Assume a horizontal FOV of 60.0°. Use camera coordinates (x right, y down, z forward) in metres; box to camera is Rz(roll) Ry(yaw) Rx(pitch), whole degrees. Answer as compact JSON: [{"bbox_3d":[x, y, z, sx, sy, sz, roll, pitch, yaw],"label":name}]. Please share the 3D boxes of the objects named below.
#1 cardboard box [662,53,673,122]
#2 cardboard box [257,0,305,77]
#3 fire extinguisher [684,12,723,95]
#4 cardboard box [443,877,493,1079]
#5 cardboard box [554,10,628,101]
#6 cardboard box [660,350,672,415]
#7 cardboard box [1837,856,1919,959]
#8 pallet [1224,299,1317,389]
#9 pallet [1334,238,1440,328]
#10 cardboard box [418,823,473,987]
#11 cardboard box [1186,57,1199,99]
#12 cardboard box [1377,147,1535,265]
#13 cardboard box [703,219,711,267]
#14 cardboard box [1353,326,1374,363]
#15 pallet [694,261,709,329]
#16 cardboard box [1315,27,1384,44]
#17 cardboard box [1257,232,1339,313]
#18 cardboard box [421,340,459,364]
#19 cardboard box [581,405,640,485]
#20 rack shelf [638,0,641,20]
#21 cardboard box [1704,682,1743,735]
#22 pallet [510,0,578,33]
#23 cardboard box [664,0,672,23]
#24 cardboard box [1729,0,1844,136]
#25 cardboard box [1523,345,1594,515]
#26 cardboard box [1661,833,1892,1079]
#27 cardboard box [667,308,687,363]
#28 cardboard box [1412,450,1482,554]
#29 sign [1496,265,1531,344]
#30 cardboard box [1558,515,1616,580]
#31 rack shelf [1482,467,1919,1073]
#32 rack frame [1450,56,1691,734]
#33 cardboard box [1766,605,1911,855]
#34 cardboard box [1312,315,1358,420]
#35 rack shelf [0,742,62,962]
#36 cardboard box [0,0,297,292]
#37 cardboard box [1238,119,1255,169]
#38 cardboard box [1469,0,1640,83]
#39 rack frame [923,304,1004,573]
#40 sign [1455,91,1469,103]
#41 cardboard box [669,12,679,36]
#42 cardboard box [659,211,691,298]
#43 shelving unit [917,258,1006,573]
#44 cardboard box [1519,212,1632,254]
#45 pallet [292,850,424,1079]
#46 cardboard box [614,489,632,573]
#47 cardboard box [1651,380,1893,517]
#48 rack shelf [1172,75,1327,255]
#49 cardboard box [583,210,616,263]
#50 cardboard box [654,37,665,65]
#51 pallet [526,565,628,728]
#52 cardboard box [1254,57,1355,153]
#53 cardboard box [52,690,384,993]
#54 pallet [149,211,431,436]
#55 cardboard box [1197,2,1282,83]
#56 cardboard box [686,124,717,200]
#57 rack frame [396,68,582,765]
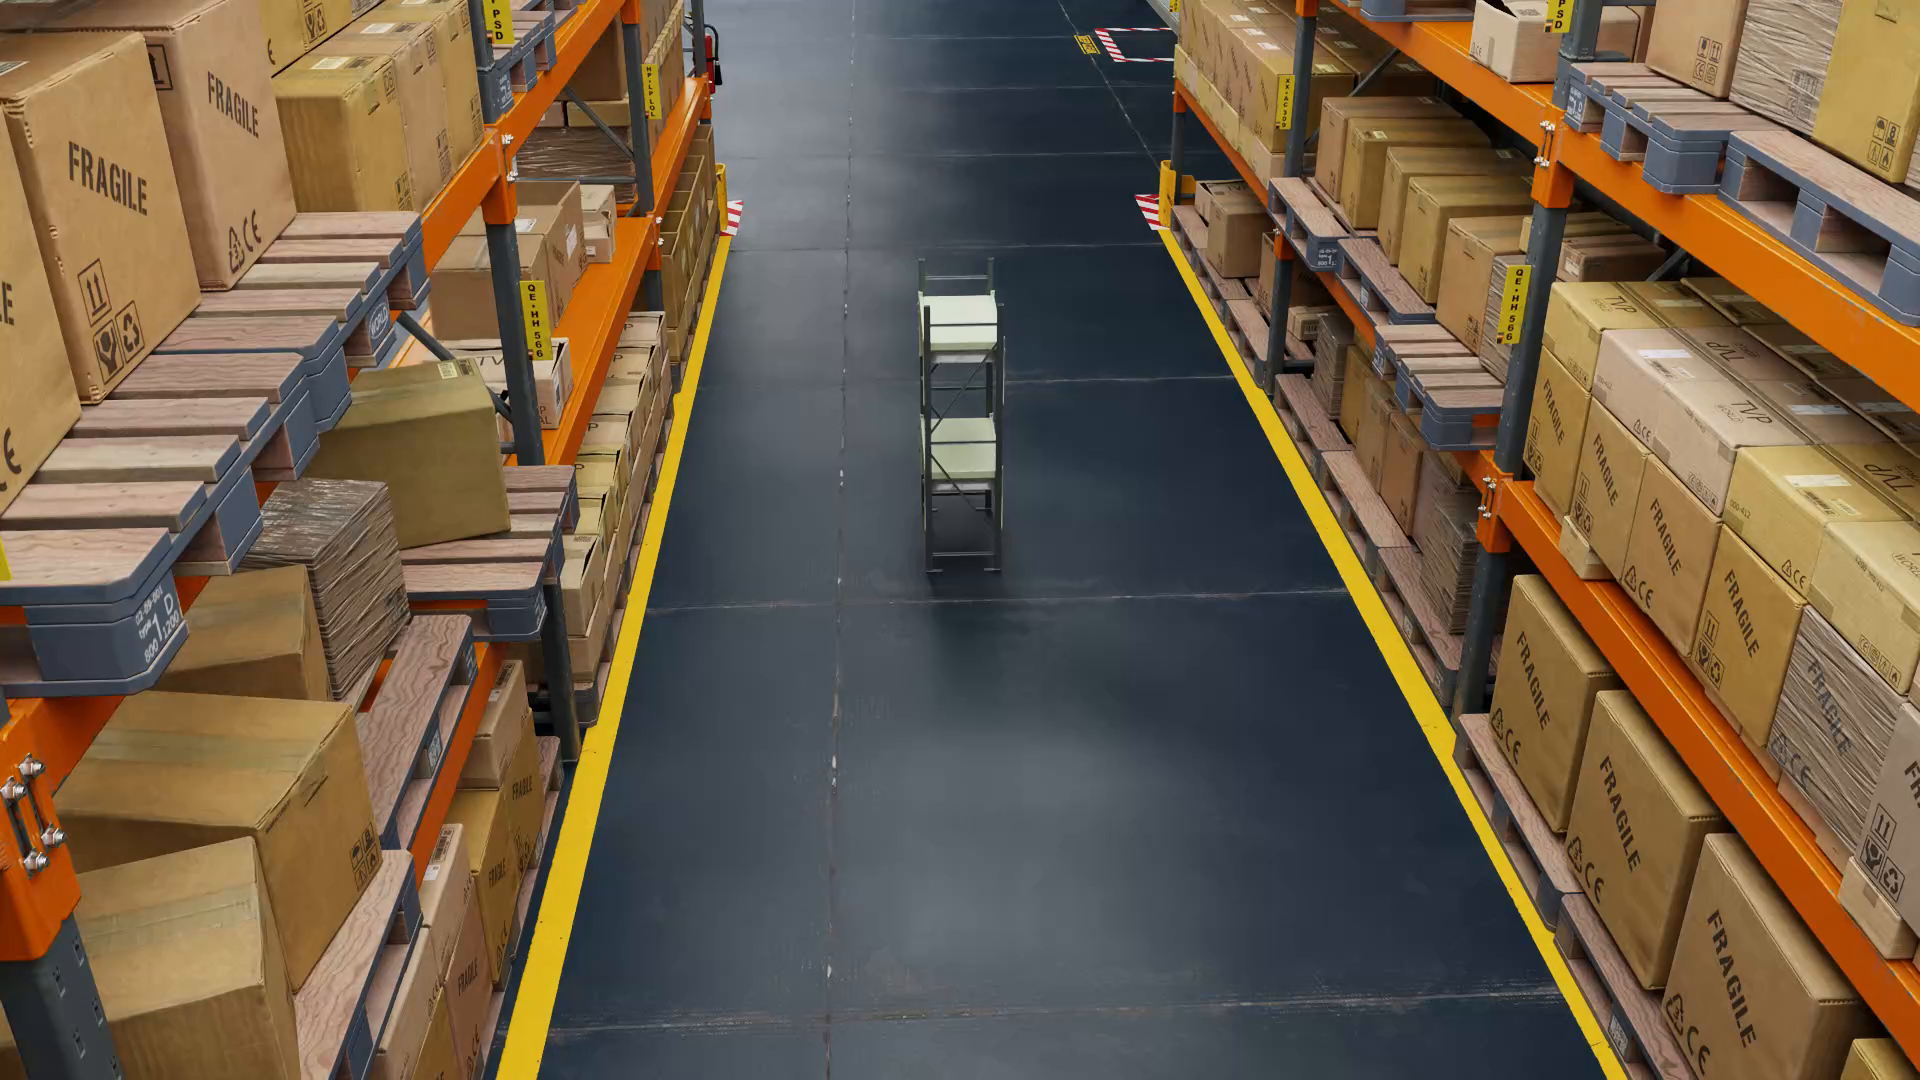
[{"bbox_3d":[-2.546,-3.407,12.430,0.700,0.500,0.500,-1,28,-2],"label":"cardboard box"},{"bbox_3d":[-2.123,-1.501,4.451,0.500,0.500,0.500,-1,28,-3],"label":"cardboard box"},{"bbox_3d":[-2.152,-4.082,13.916,0.296,0.674,0.183,-1,28,-3],"label":"fire extinguisher"},{"bbox_3d":[-1.849,1.465,5.425,0.500,0.500,0.500,-2,28,-5],"label":"cardboard box"},{"bbox_3d":[-2.431,-3.027,10.300,0.700,0.500,0.500,-1,28,-2],"label":"cardboard box"},{"bbox_3d":[-2.090,-0.986,10.415,0.500,0.250,0.500,-2,28,-3],"label":"cardboard box"},{"bbox_3d":[2.585,0.966,4.404,0.380,0.149,0.250,-1,28,-3],"label":"cardboard box"},{"bbox_3d":[2.475,-1.397,11.701,1.003,0.211,1.213,-1,28,-3],"label":"pallet"},{"bbox_3d":[2.610,-1.305,8.716,1.003,0.211,1.213,-1,28,-3],"label":"pallet"},{"bbox_3d":[-1.844,1.150,5.219,0.500,0.250,0.500,-2,28,-4],"label":"cardboard box"},{"bbox_3d":[2.086,-3.641,13.129,0.500,0.250,0.500,-2,28,-4],"label":"cardboard box"},{"bbox_3d":[2.626,-1.766,8.809,0.700,0.500,0.500,2,28,4],"label":"cardboard box"},{"bbox_3d":[-2.221,-2.315,12.965,0.500,0.250,0.500,-1,28,-3],"label":"cardboard box"},{"bbox_3d":[2.627,-1.201,9.725,0.500,0.250,0.500,-2,28,-4],"label":"cardboard box"},{"bbox_3d":[-2.468,-1.900,12.664,1.003,0.211,1.213,-1,28,-3],"label":"pallet"},{"bbox_3d":[2.686,-3.291,11.645,0.500,0.500,0.500,-1,28,-1],"label":"cardboard box"},{"bbox_3d":[2.451,-1.889,11.856,0.500,0.500,0.500,-3,28,-7],"label":"cardboard box"},{"bbox_3d":[-2.315,-0.832,7.873,0.380,0.149,0.250,1,28,1],"label":"cardboard box"},{"bbox_3d":[-2.014,-0.536,8.946,0.500,0.311,0.500,-2,28,-3],"label":"cardboard box"},{"bbox_3d":[-2.506,-4.138,11.474,1.077,0.370,4.000,-1,28,-3],"label":"rack shelf"},{"bbox_3d":[2.631,0.491,5.315,0.380,0.149,0.250,-1,28,-2],"label":"cardboard box"},{"bbox_3d":[-2.378,-2.430,7.625,1.003,0.211,1.213,0,28,0],"label":"pallet"},{"bbox_3d":[-2.563,-4.187,12.523,0.700,0.500,0.500,-2,28,-4],"label":"cardboard box"},{"bbox_3d":[2.917,-1.580,5.209,0.700,0.500,0.500,-3,28,-5],"label":"cardboard box"},{"bbox_3d":[2.524,-0.432,6.383,0.500,0.500,0.500,-1,28,-1],"label":"cardboard box"},{"bbox_3d":[2.750,1.430,5.136,0.750,0.750,0.750,-1,28,-1],"label":"cardboard box"},{"bbox_3d":[-2.123,-1.391,11.194,0.500,0.250,0.500,-1,28,-3],"label":"cardboard box"},{"bbox_3d":[2.754,-0.136,8.494,0.700,0.500,0.500,-1,28,-3],"label":"cardboard box"},{"bbox_3d":[2.213,-0.938,6.638,0.100,0.325,0.005,-1,28,-3],"label":"sign"},{"bbox_3d":[2.474,0.024,6.209,0.380,0.149,0.250,-1,28,-1],"label":"cardboard box"},{"bbox_3d":[2.859,0.766,5.316,1.077,0.370,4.000,-1,28,-3],"label":"rack shelf"},{"bbox_3d":[2.754,-0.477,6.921,1.000,3.000,0.127,-1,28,-3],"label":"rack frame"},{"bbox_3d":[2.633,0.510,4.576,0.500,0.500,0.500,-1,28,-3],"label":"cardboard box"},{"bbox_3d":[2.601,-1.072,10.288,0.700,0.500,0.500,0,28,-1],"label":"cardboard box"},{"bbox_3d":[-1.879,1.404,0.848,1.077,0.370,4.000,-1,28,-3],"label":"rack shelf"},{"bbox_3d":[-2.009,-0.964,3.940,0.600,0.600,0.600,-2,28,-5],"label":"cardboard box"},{"bbox_3d":[2.200,-2.708,11.340,0.500,0.250,0.500,-1,28,-2],"label":"cardboard box"},{"bbox_3d":[2.447,-2.102,6.868,0.500,0.311,0.500,-1,28,-3],"label":"cardboard box"},{"bbox_3d":[0.019,-0.499,8.585,0.400,1.500,0.023,-1,28,-3],"label":"rack frame"},{"bbox_3d":[3.100,-2.853,10.224,0.100,0.325,0.005,-1,28,-3],"label":"sign"},{"bbox_3d":[-2.371,-3.971,12.811,0.380,0.149,0.250,-2,28,-3],"label":"cardboard box"},{"bbox_3d":[-2.147,-1.955,11.463,0.500,0.500,0.500,-1,28,-3],"label":"cardboard box"},{"bbox_3d":[0.000,-0.668,8.909,0.431,1.500,0.755,-1,28,-3],"label":"shelving unit"},{"bbox_3d":[2.675,-1.311,7.234,0.380,0.149,0.250,-6,28,-11],"label":"cardboard box"},{"bbox_3d":[-1.916,1.205,3.904,1.003,0.211,1.213,-1,28,-3],"label":"pallet"},{"bbox_3d":[-1.987,-0.044,8.610,0.500,0.250,0.500,-2,28,-4],"label":"cardboard box"},{"bbox_3d":[2.580,-0.300,5.319,0.500,0.250,0.500,-1,28,-2],"label":"cardboard box"},{"bbox_3d":[2.441,-2.929,12.400,1.077,0.370,4.000,-1,28,-3],"label":"rack shelf"},{"bbox_3d":[-2.172,-1.742,9.491,0.396,0.266,0.258,-2,28,-4],"label":"cardboard box"},{"bbox_3d":[-2.317,-3.494,11.896,0.380,0.149,0.250,-2,28,-3],"label":"cardboard box"},{"bbox_3d":[-2.196,0.500,8.064,1.003,0.211,1.213,-1,28,-3],"label":"pallet"},{"bbox_3d":[2.212,-2.810,10.724,0.500,0.500,0.500,-1,28,-3],"label":"cardboard box"},{"bbox_3d":[-1.884,0.721,4.062,0.700,0.500,0.500,3,28,5],"label":"cardboard box"},{"bbox_3d":[-2.005,-0.537,3.995,1.213,0.211,1.003,-1,28,-3],"label":"pallet"},{"bbox_3d":[2.098,-3.751,12.529,0.500,0.500,0.500,-2,28,-4],"label":"cardboard box"},{"bbox_3d":[-2.285,-3.109,13.676,0.500,0.500,0.500,-1,28,-3],"label":"cardboard box"},{"bbox_3d":[-2.192,-0.356,6.688,1.000,3.000,0.127,-1,28,-3],"label":"rack frame"}]
